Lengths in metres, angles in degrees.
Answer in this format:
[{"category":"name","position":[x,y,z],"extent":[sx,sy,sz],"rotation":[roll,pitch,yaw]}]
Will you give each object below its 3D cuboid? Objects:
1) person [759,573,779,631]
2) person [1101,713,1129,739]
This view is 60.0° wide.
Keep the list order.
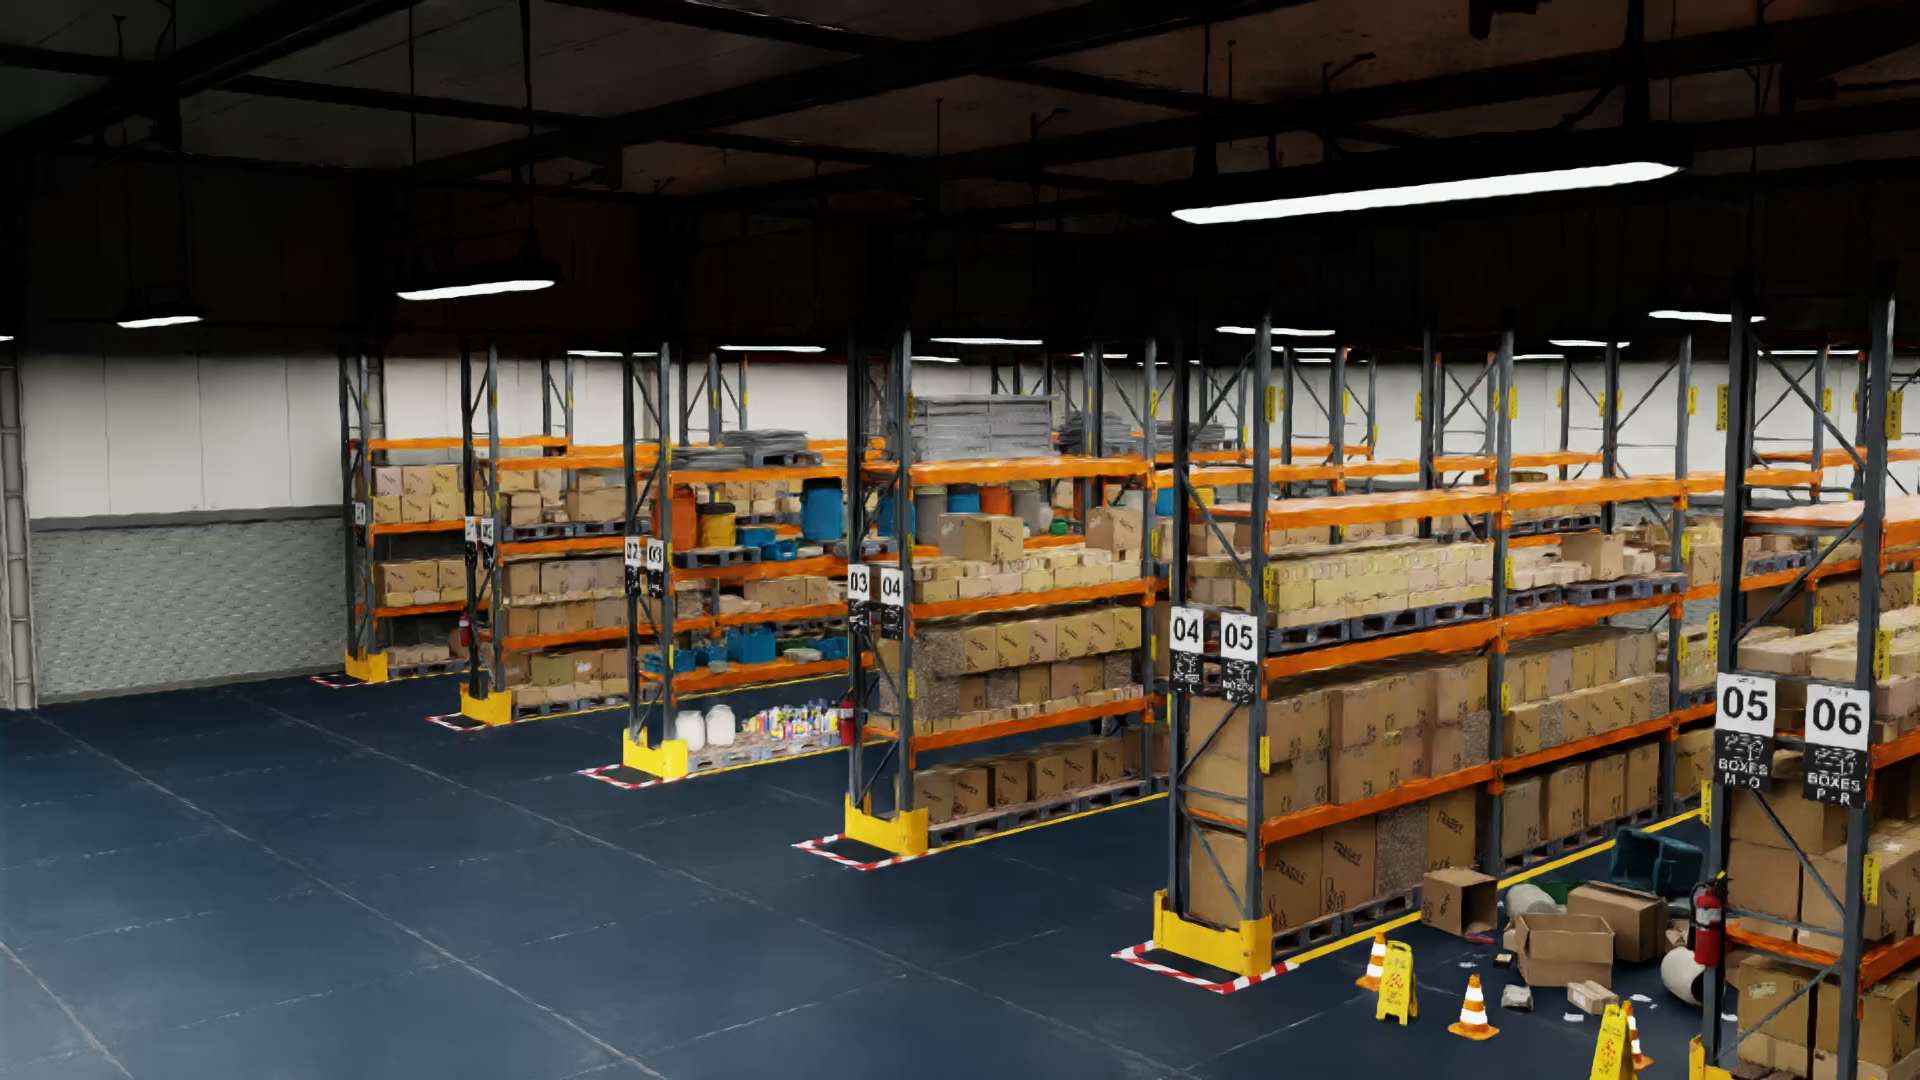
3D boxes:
[{"category":"person","position":[-3.973,1.328,33.906],"extent":[0.478,1.580,0.991],"rotation":[4,7,40]},{"category":"person","position":[2.159,2.190,24.162],"extent":[1.086,1.589,0.495],"rotation":[-4,7,-40]}]
